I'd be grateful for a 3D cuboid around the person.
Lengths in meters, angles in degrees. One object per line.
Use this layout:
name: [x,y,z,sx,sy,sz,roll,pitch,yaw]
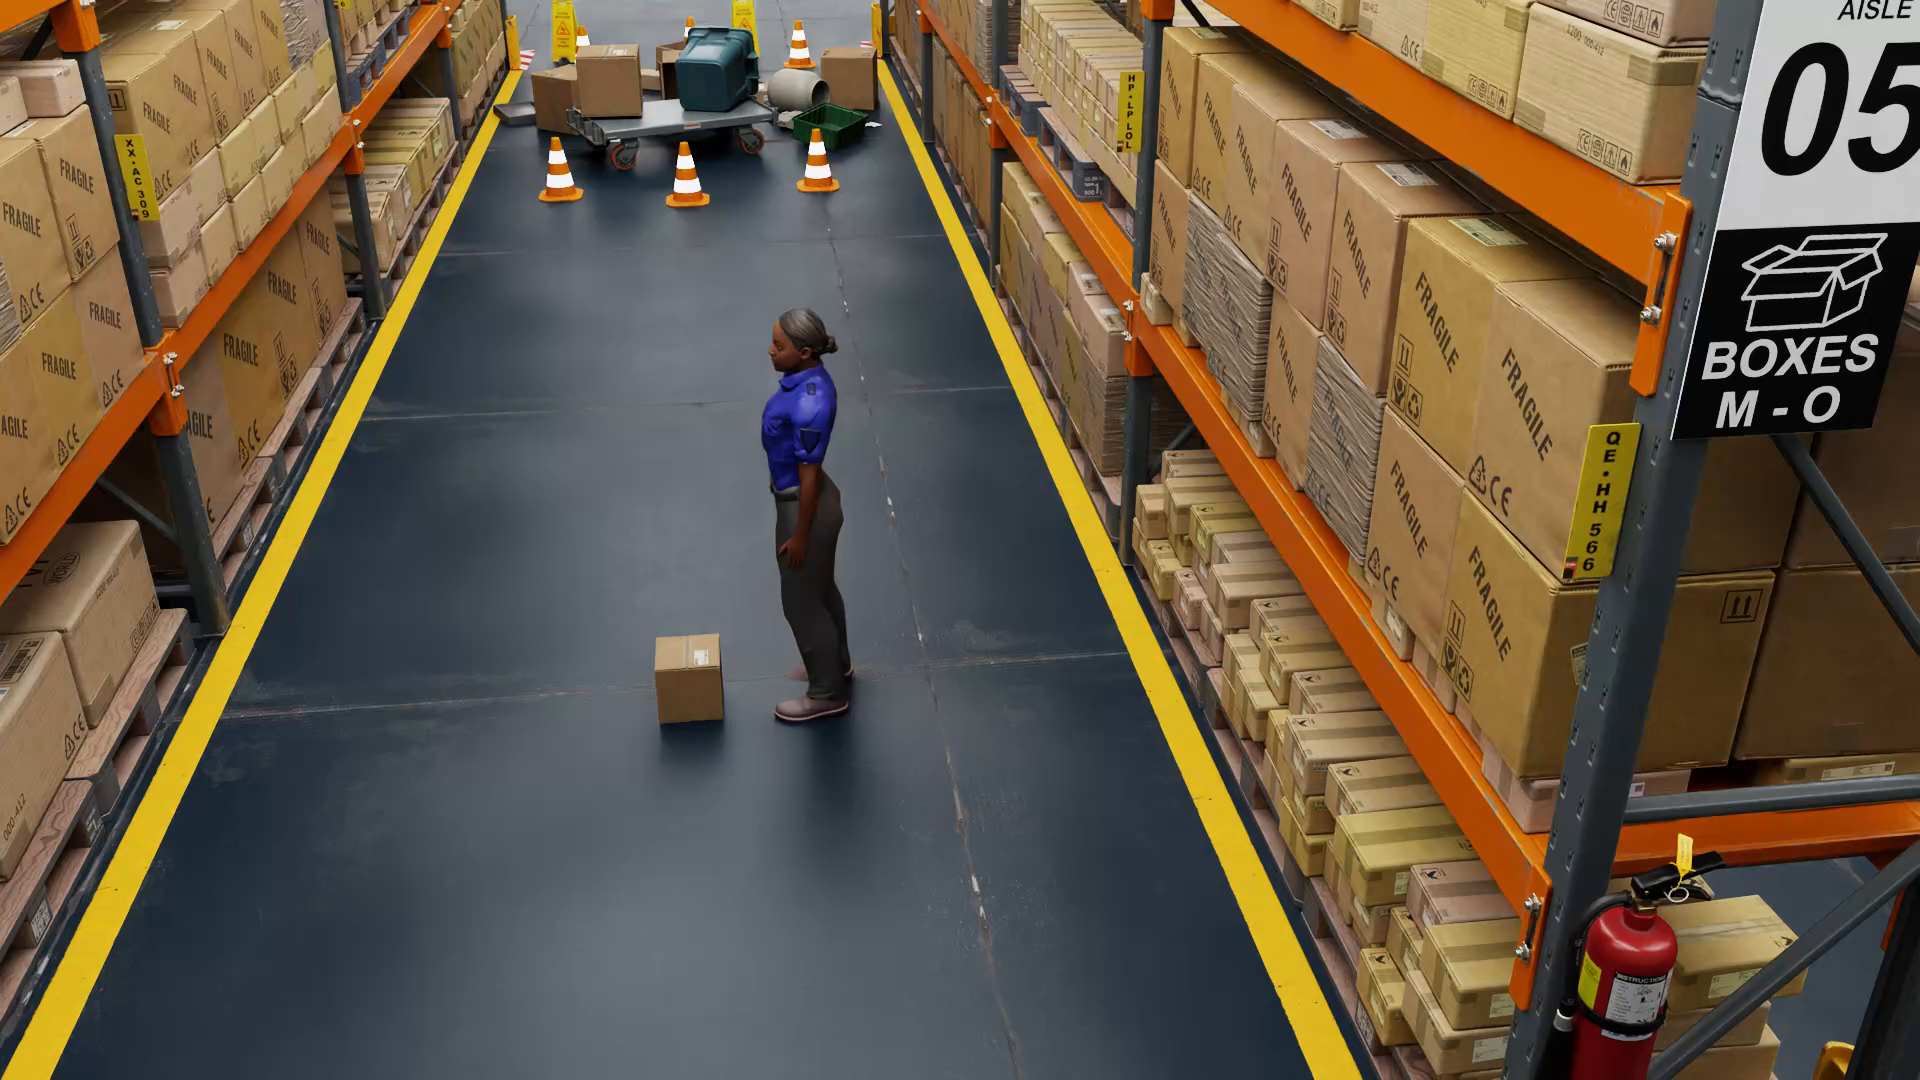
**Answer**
person: [-0.584,-0.083,6.325,0.327,1.691,0.462,-3,27,-6]
